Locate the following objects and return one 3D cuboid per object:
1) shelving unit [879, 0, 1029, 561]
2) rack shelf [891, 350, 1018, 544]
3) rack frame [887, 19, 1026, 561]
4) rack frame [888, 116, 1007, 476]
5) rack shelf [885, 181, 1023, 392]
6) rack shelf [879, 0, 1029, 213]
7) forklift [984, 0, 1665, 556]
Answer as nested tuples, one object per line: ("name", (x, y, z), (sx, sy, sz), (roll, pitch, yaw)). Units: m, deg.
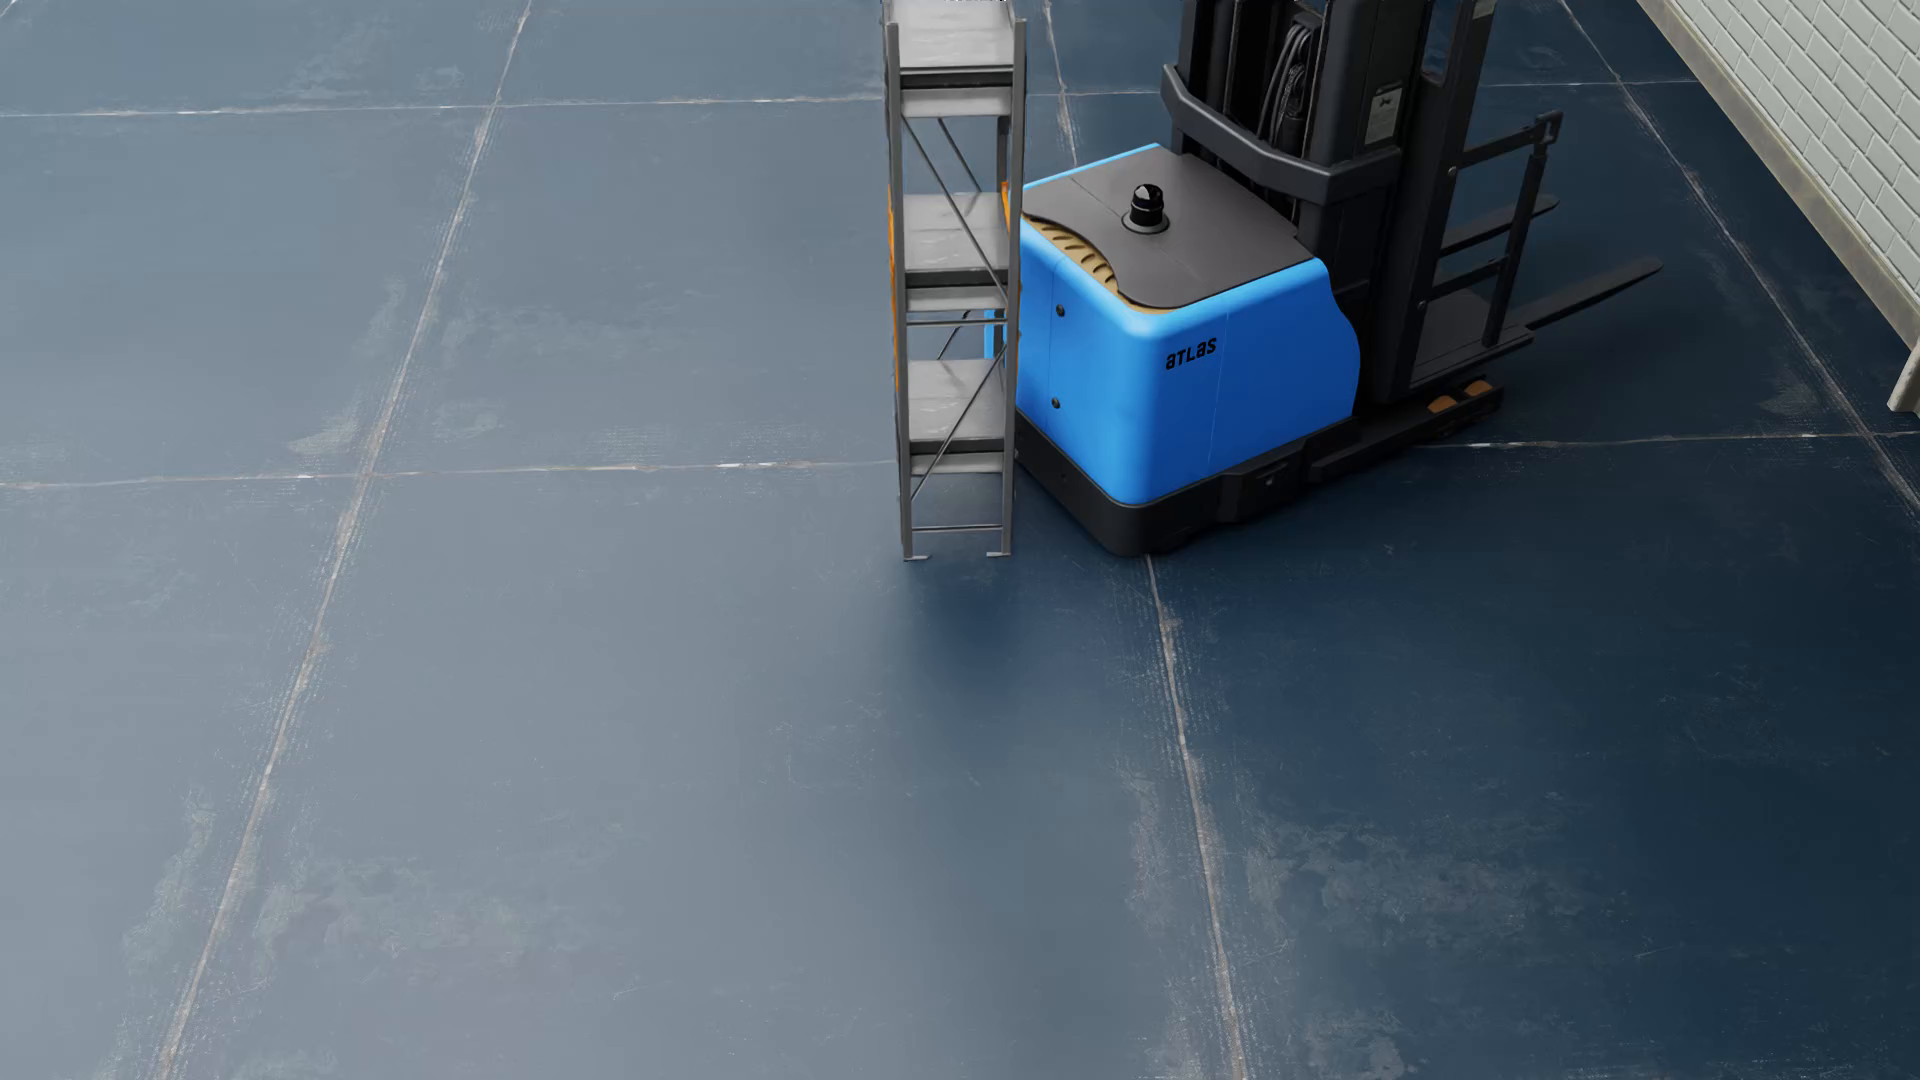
("shelving unit", (-0.026, -0.873, 5.648), (0.431, 2.100, 0.503), (-2, 43, -3))
("rack shelf", (-0.026, -0.347, 6.130), (0.431, 0.518, 0.480), (-2, 43, -3))
("rack frame", (-0.010, -0.709, 5.469), (0.400, 2.100, 0.015), (-2, 43, -3))
("rack frame", (-0.042, -1.038, 5.828), (0.400, 2.100, 0.015), (-2, 43, -3))
("rack shelf", (-0.026, -0.863, 5.658), (0.431, 0.518, 0.480), (-2, 43, -3))
("rack shelf", (-0.026, -1.380, 5.185), (0.431, 0.518, 0.480), (-2, 43, -3))
("forklift", (1.603, -1.776, 6.019), (3.031, 2.935, 1.130), (-23, 47, -23))
